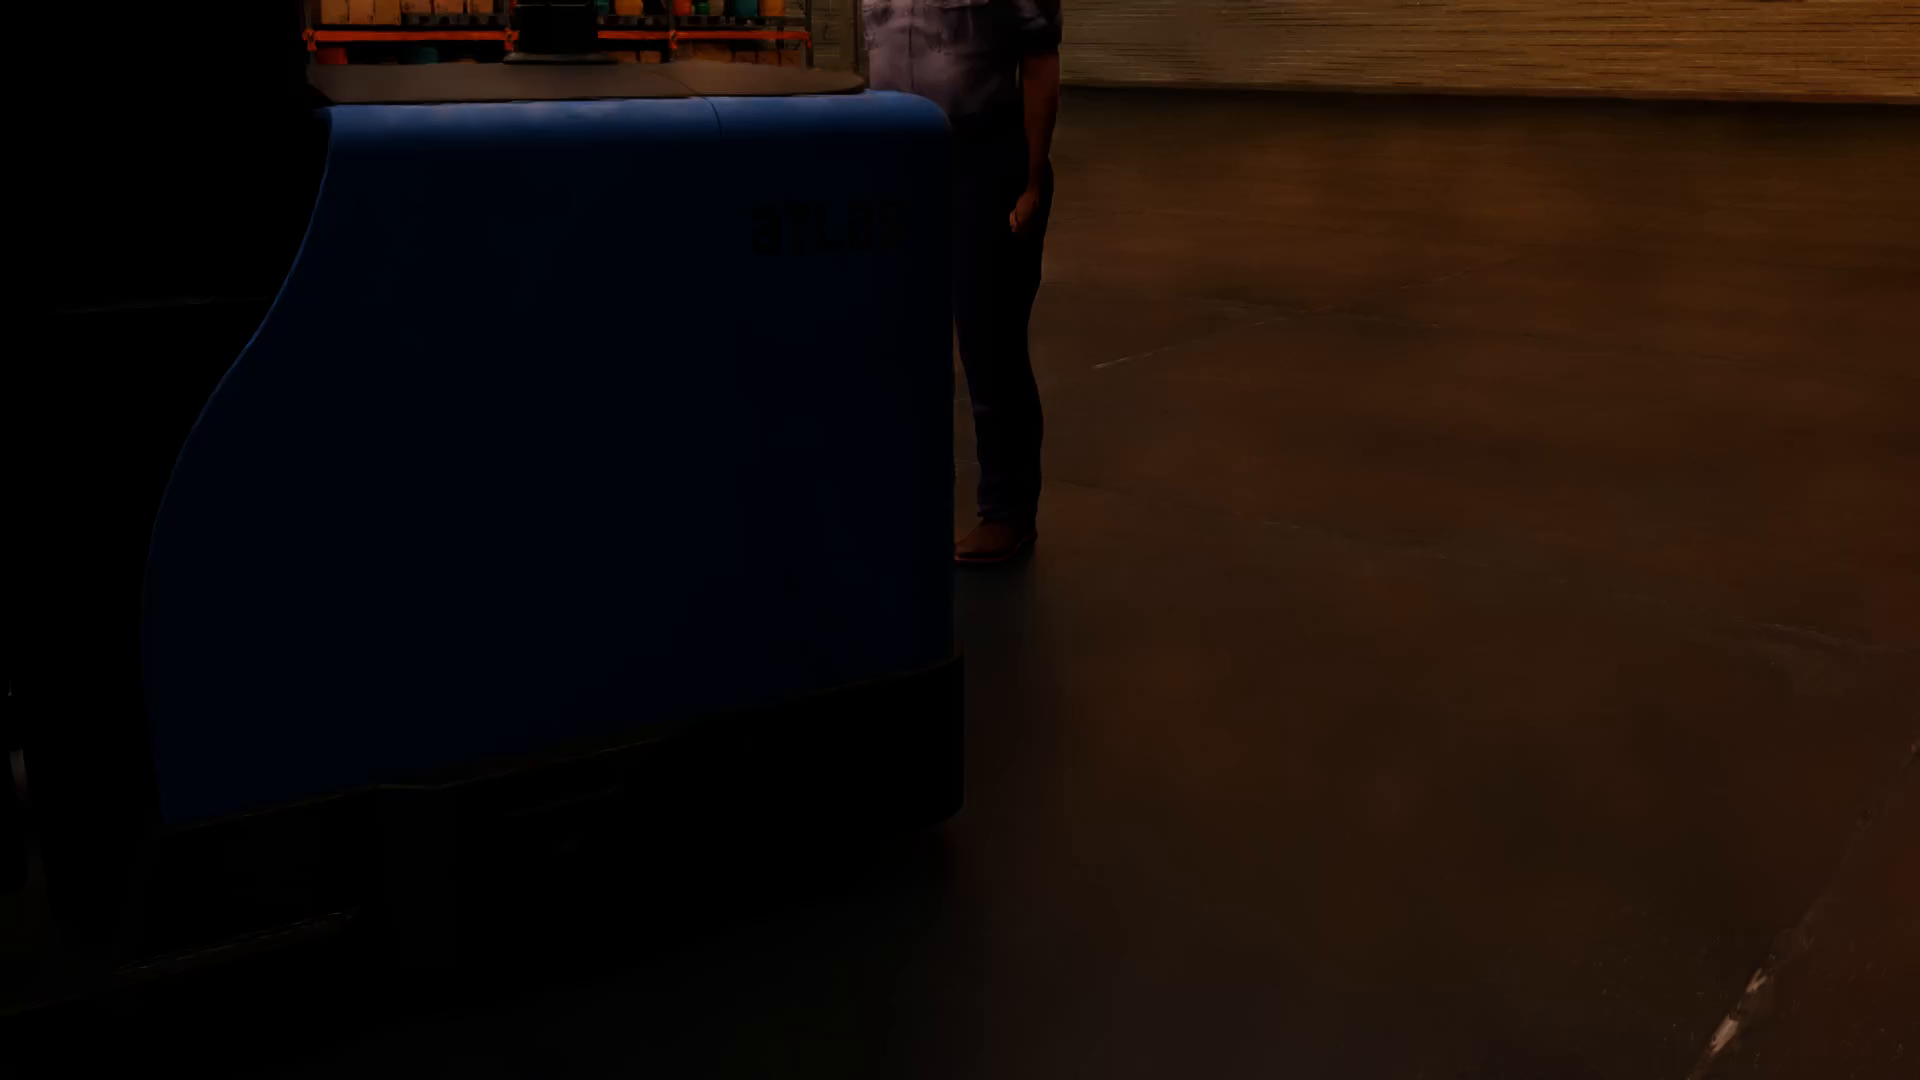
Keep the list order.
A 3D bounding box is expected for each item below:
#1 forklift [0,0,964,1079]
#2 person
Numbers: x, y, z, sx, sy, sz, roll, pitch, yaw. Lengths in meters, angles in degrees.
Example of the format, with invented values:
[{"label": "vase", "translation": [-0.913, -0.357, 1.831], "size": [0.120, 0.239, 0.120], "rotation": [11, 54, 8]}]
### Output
[{"label": "forklift", "translation": [-1.526, -0.850, 1.698], "size": [3.031, 2.935, 1.130], "rotation": [-10, 19, -29]}, {"label": "person", "translation": [-0.025, -0.781, 3.686], "size": [0.480, 1.653, 0.320], "rotation": [13, 21, 37]}]
